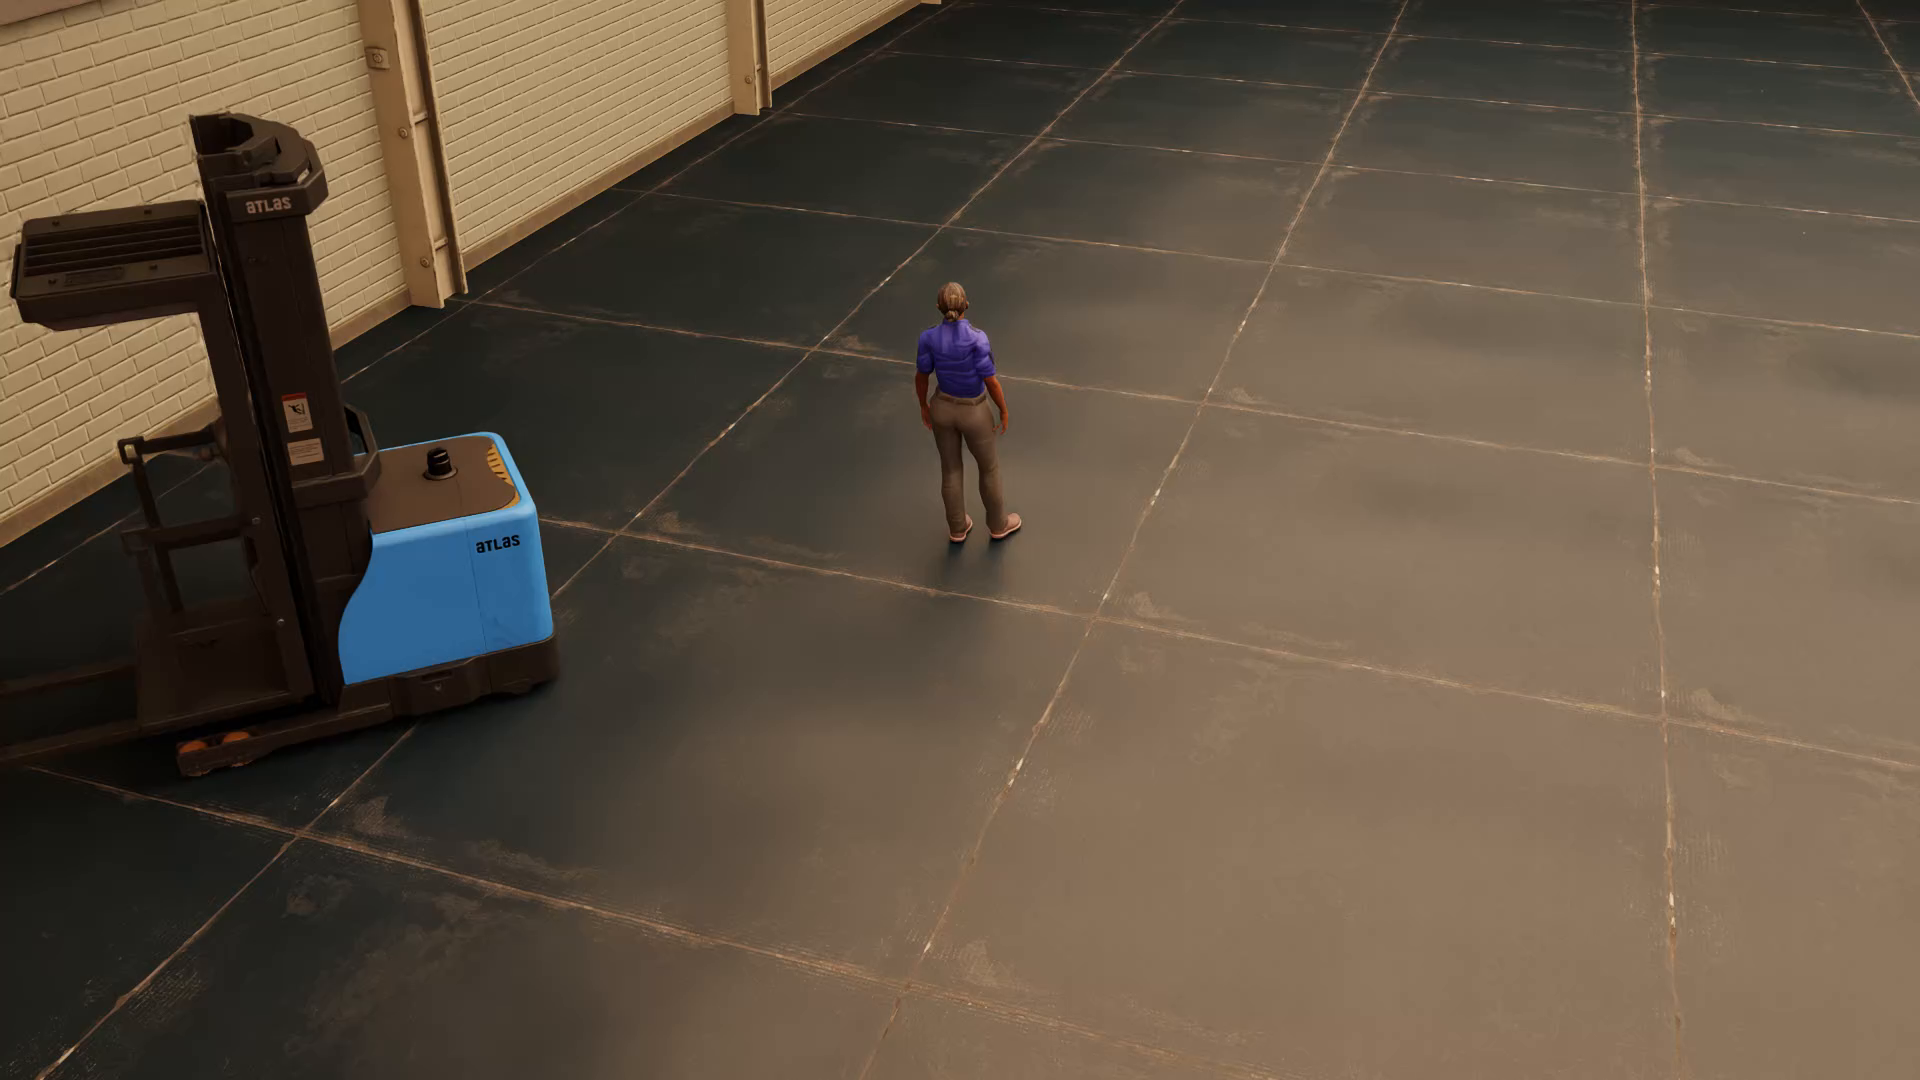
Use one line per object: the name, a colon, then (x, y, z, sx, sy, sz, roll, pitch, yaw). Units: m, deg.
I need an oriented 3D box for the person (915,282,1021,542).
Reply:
person: (0.047, -0.762, 9.749, 0.570, 1.654, 0.504, 10, 31, 16)

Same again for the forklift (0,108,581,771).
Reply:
forklift: (-3.568, -0.444, 7.916, 3.031, 2.935, 1.130, -13, 32, -21)
